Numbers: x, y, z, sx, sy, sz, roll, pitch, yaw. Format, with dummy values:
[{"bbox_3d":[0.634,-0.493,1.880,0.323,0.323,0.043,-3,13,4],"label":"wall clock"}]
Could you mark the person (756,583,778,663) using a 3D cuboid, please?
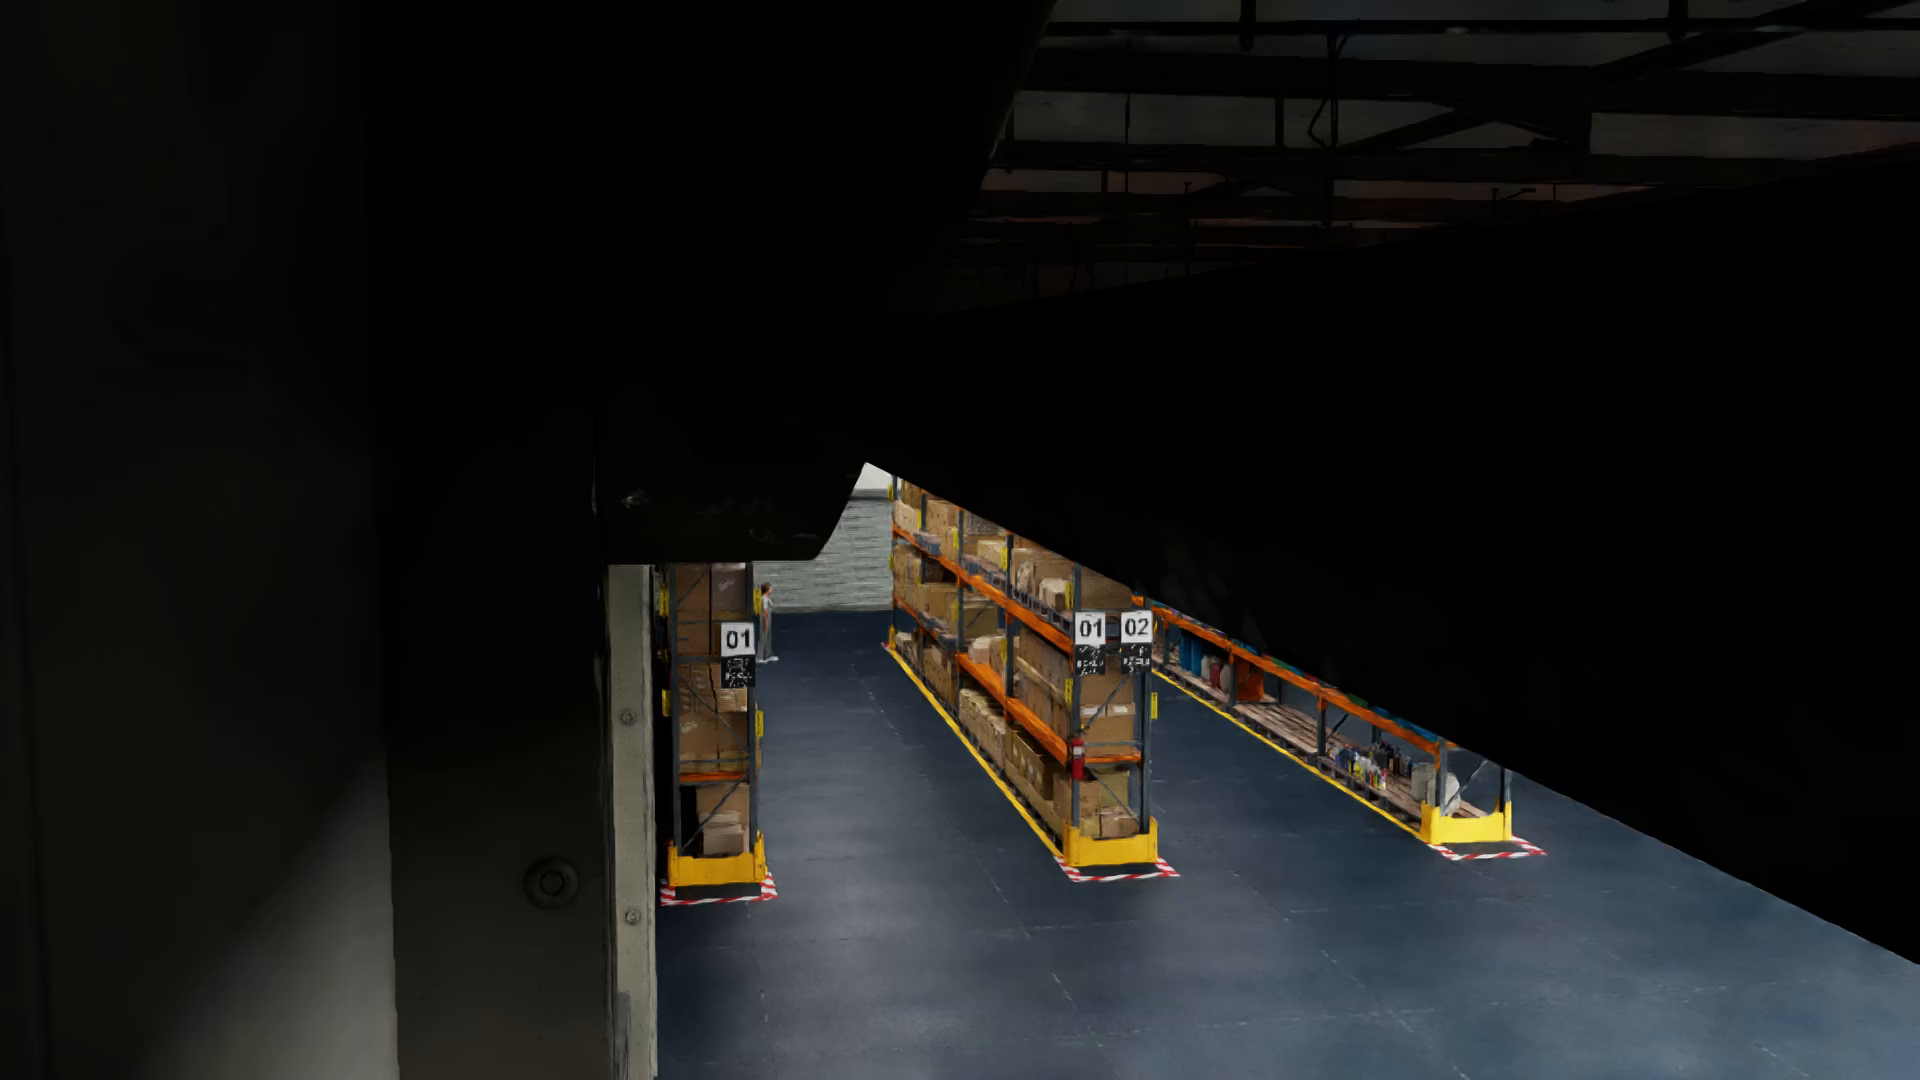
[{"bbox_3d":[-4.056,1.727,34.851,0.477,1.672,0.552,-1,6,-5],"label":"person"}]
